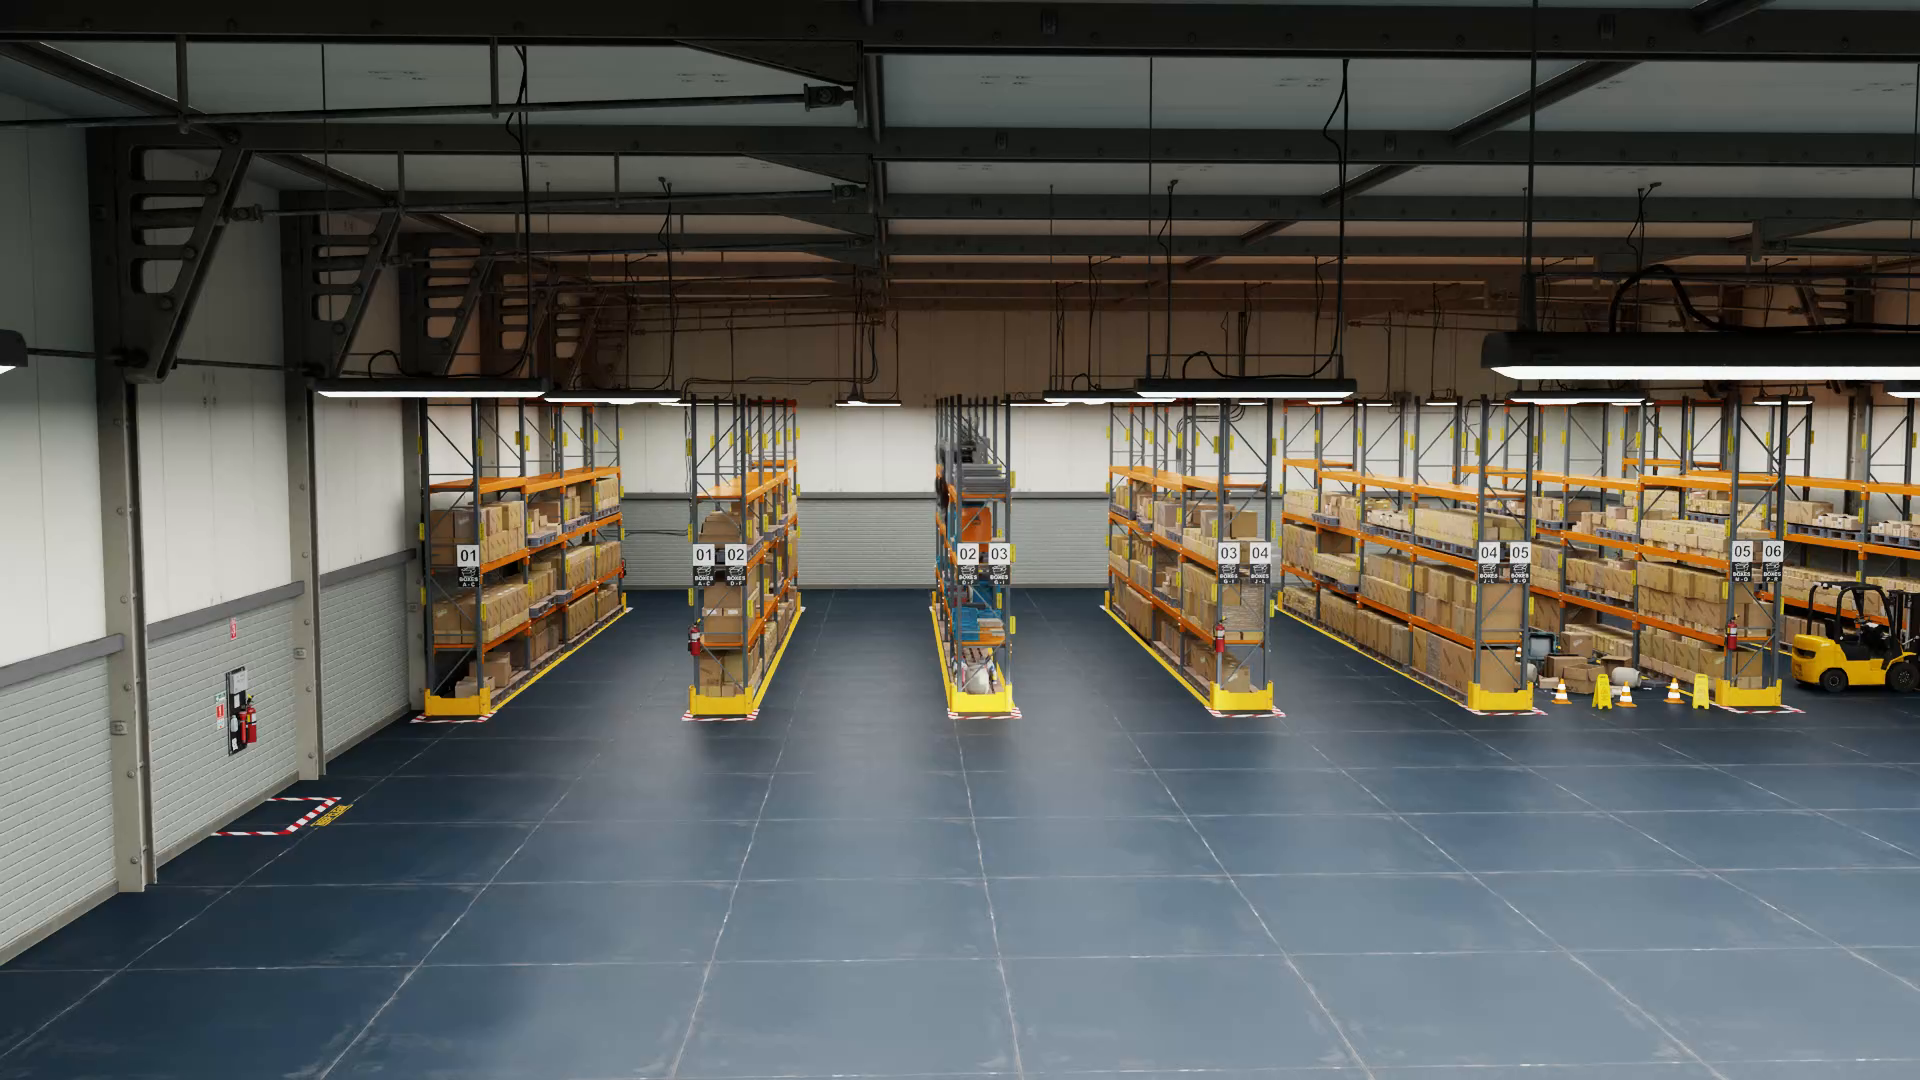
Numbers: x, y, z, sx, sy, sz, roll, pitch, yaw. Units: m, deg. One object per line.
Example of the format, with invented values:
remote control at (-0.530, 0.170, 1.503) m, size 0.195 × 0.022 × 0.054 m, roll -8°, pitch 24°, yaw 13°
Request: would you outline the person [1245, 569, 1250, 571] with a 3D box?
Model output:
person at (7.951, 1.187, 47.062) m, size 0.719 × 1.672 × 0.838 m, roll 1°, pitch 5°, yaw 11°
